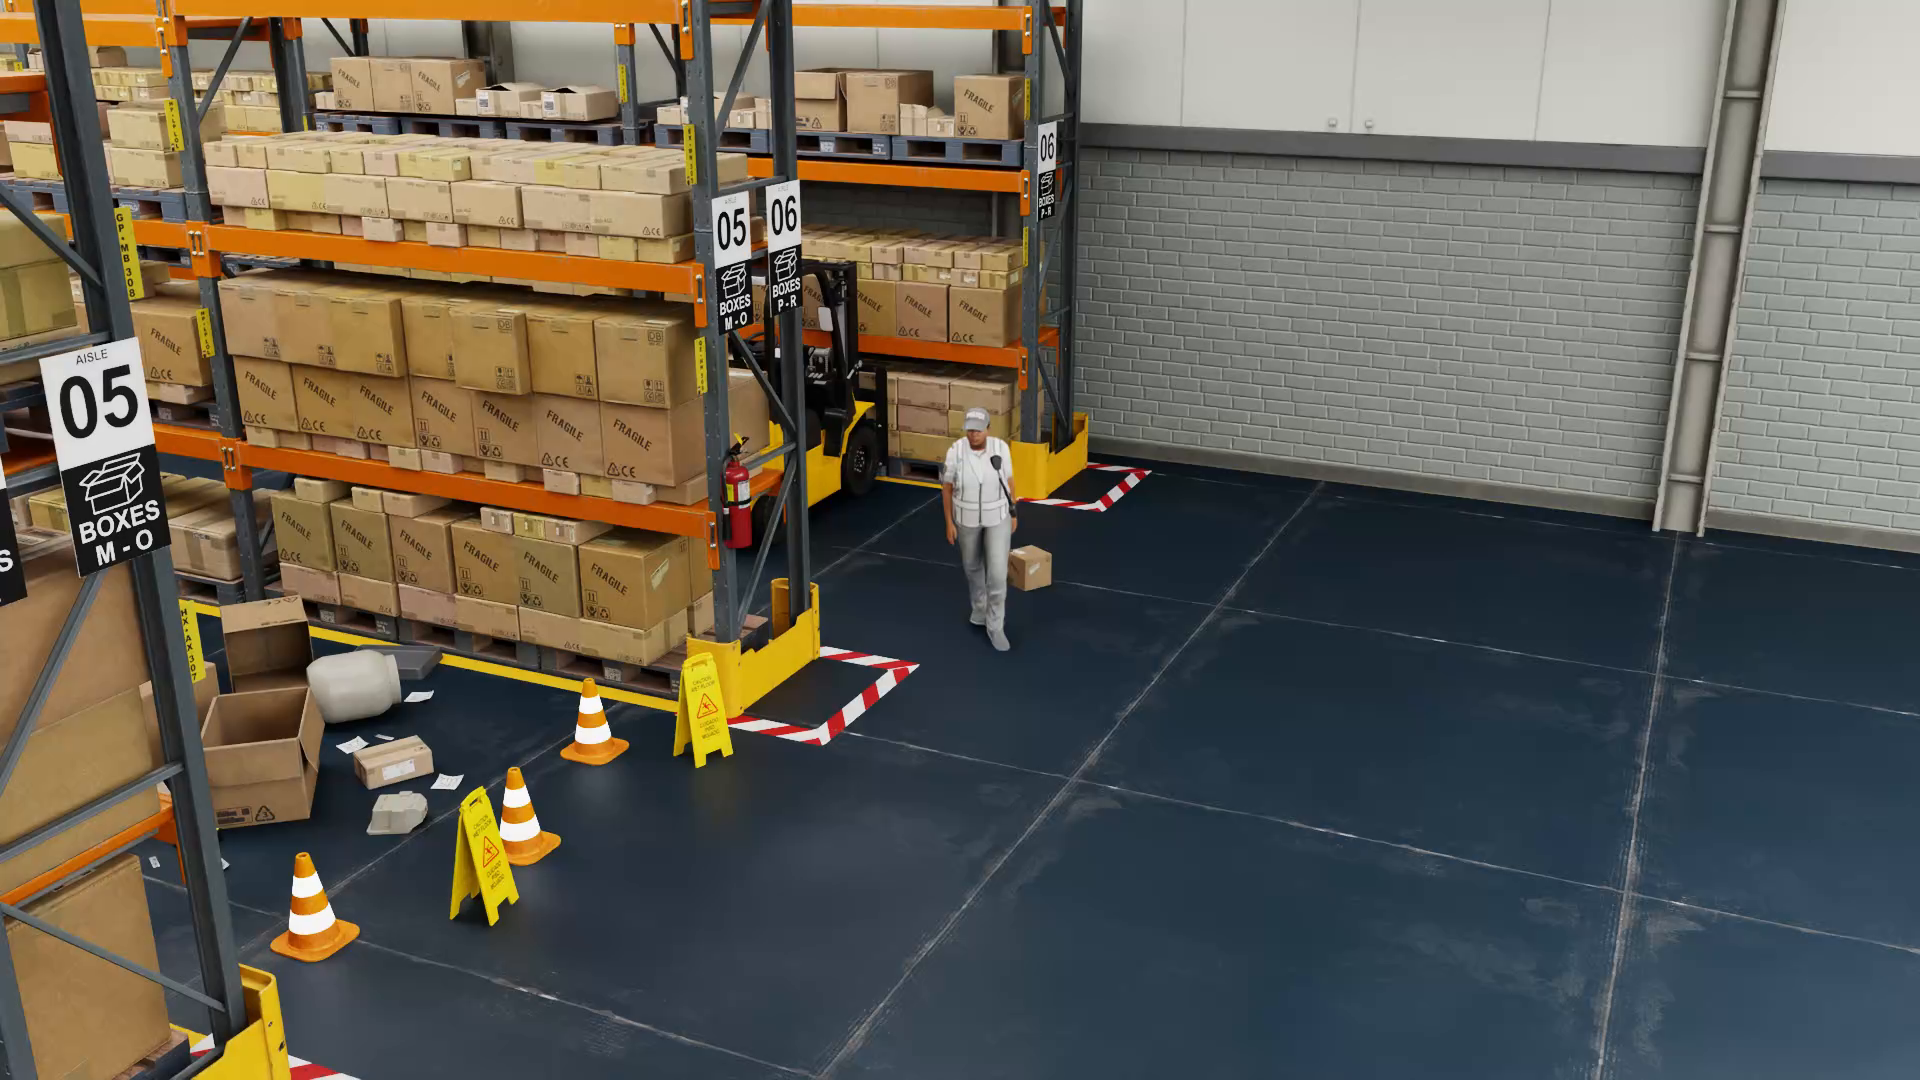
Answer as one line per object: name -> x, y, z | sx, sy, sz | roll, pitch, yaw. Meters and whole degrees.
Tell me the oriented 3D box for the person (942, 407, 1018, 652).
person -> 0.136, -0.115, 11.451 | 0.507, 1.692, 0.661 | 2, 19, 6
